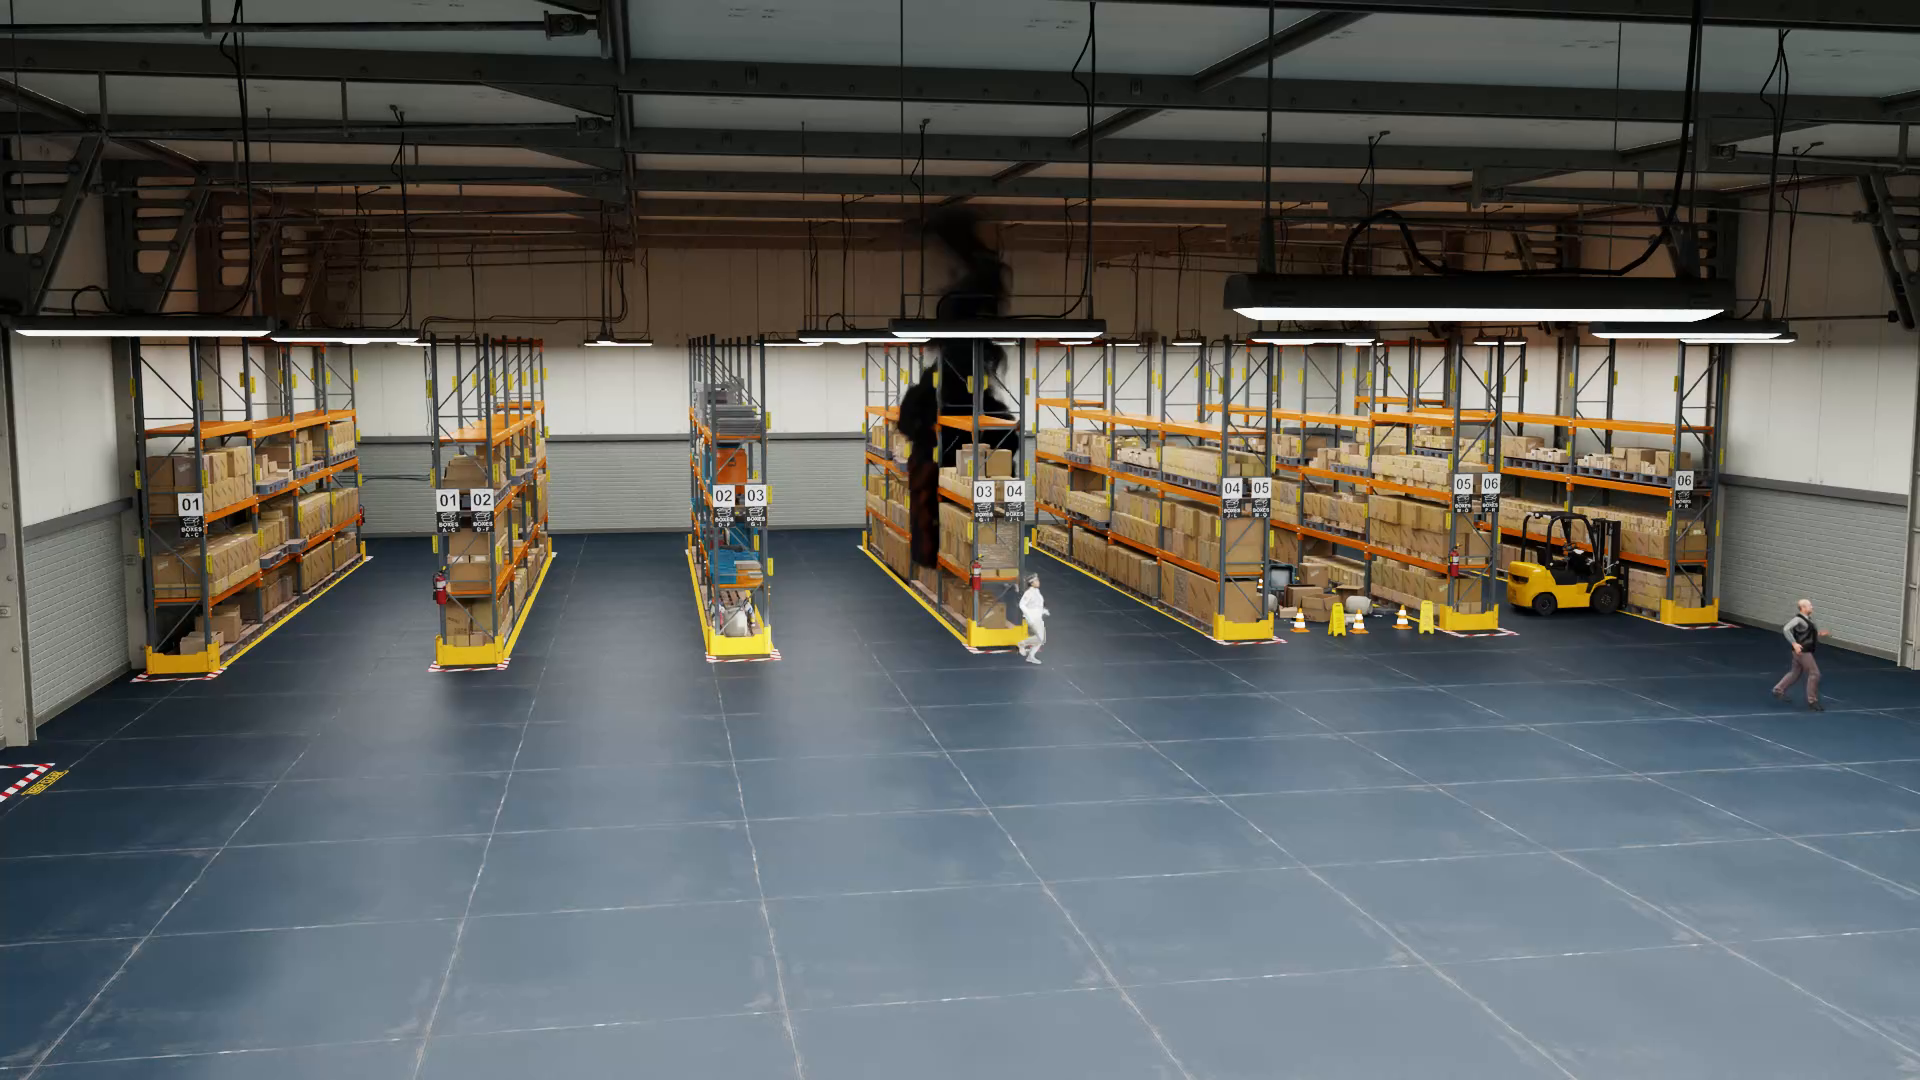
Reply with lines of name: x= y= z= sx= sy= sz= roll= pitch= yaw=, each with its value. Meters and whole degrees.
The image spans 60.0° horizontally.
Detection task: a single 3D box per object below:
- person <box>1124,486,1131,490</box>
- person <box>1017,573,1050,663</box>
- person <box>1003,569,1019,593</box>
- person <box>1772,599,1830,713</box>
person: x=5.351 y=-0.840 z=50.578 sx=0.821 sy=1.614 sz=0.579 roll=-2 pitch=7 yaw=-18
person: x=1.350 y=1.433 z=30.434 sx=0.554 sy=1.661 sz=0.616 roll=3 pitch=7 yaw=23
person: x=1.253 y=0.309 z=39.533 sx=0.703 sy=1.835 sz=0.832 roll=-2 pitch=7 yaw=-14
person: x=13.430 y=1.829 z=26.538 sx=0.801 sy=1.775 sz=0.635 roll=4 pitch=8 yaw=32
